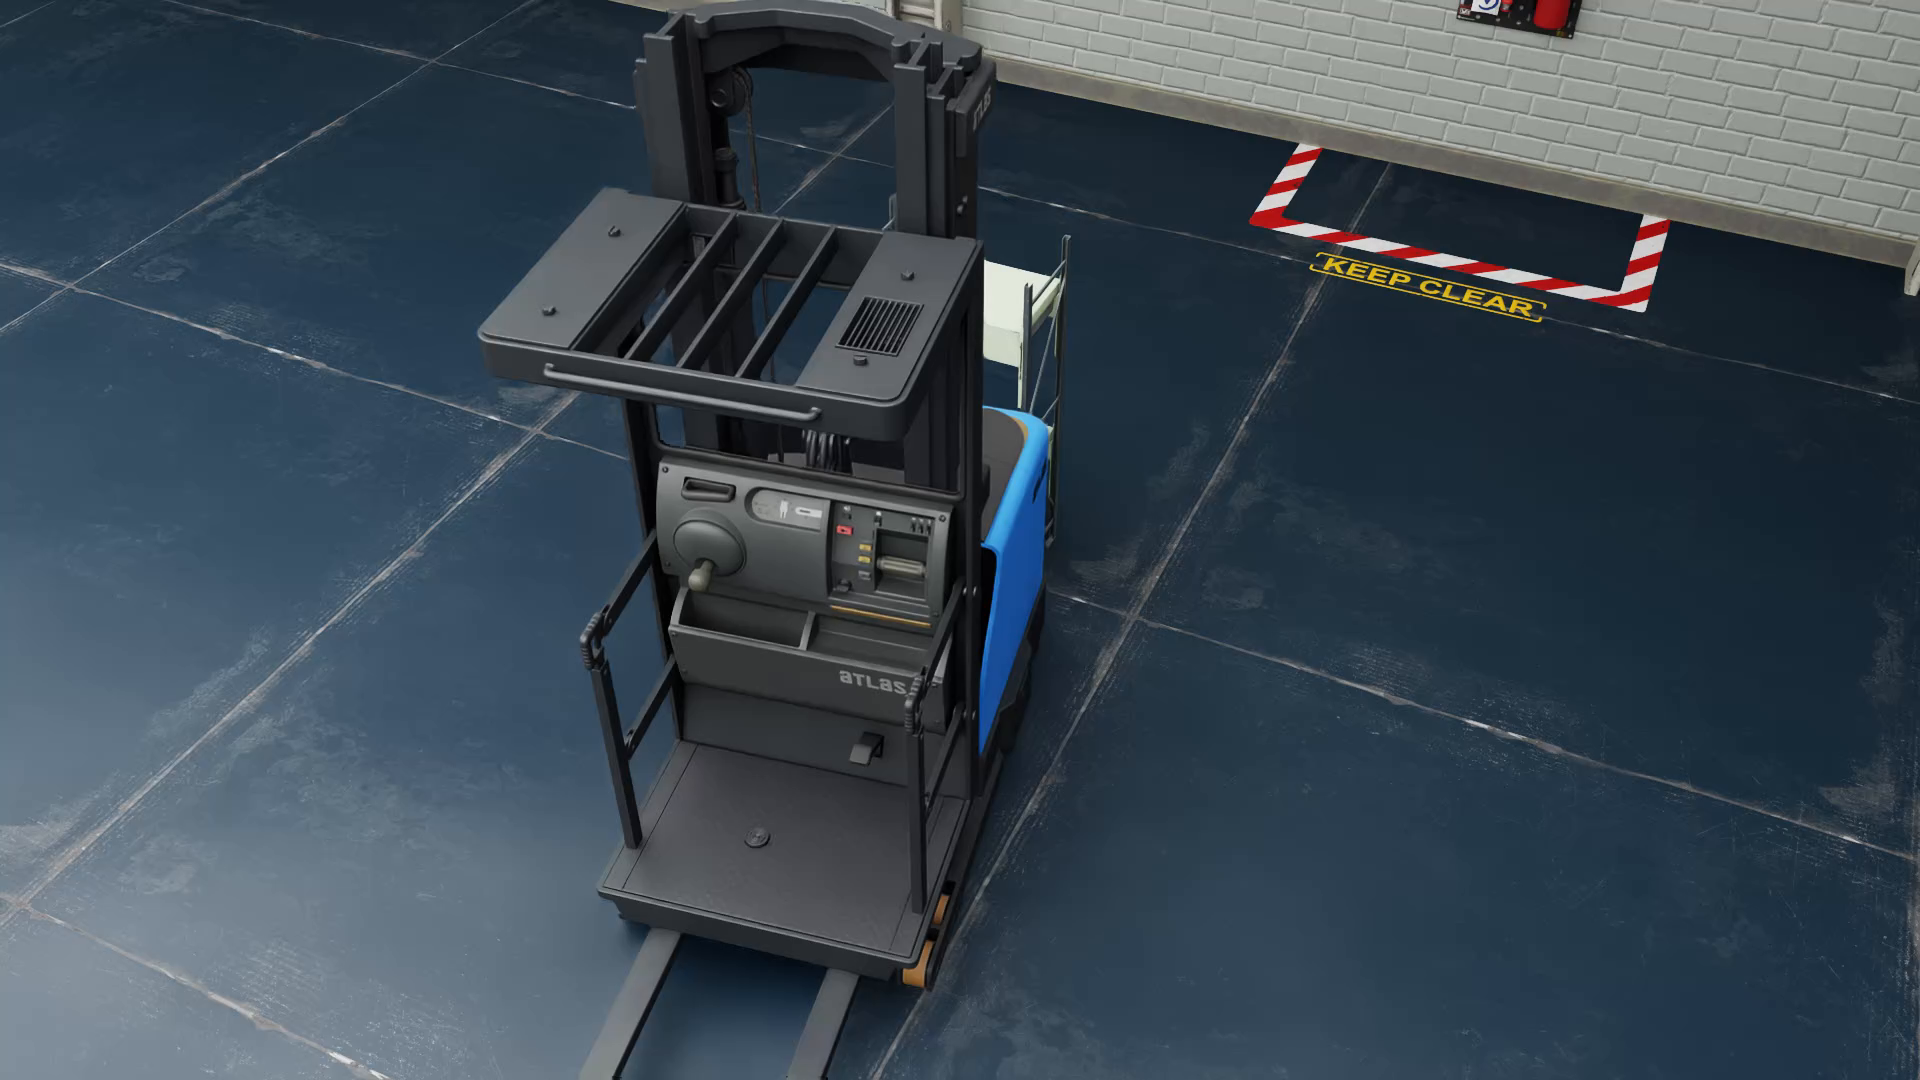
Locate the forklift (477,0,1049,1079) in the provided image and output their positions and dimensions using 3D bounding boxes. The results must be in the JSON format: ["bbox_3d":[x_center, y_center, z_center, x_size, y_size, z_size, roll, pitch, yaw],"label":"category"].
[{"bbox_3d":[-0.538,0.090,4.909,1.130,2.935,3.031,10,42,11],"label":"forklift"}]

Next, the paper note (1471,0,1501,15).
[{"bbox_3d":[2.858,-2.931,9.014,0.142,0.148,0.016,17,44,19],"label":"paper note"}]

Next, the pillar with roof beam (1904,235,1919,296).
[{"bbox_3d":[3.392,-2.179,2.893,0.400,9.000,9.100,17,44,19],"label":"pillar with roof beam"}]

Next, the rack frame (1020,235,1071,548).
[{"bbox_3d":[0.326,-0.467,6.644,0.023,1.500,0.400,17,44,19],"label":"rack frame"}]

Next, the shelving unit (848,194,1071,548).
[{"bbox_3d":[-0.006,-0.569,6.761,0.755,1.500,0.431,17,44,19],"label":"shelving unit"}]

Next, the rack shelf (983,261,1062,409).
[{"bbox_3d":[-0.006,-0.863,6.505,0.720,0.370,0.431,17,44,19],"label":"rack shelf"}]

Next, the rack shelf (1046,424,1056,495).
[{"bbox_3d":[-0.006,-0.322,6.974,0.720,0.370,0.431,17,44,19],"label":"rack shelf"}]

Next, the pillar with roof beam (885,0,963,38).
[{"bbox_3d":[-2.045,-3.840,4.810,0.400,9.000,9.100,17,44,19],"label":"pillar with roof beam"}]

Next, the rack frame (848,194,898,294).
[{"bbox_3d":[-0.338,-0.670,6.878,0.023,1.500,0.400,17,44,19],"label":"rack frame"}]

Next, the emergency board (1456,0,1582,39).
[{"bbox_3d":[2.989,-3.174,8.622,0.643,1.169,0.194,17,44,19],"label":"emergency board"}]
